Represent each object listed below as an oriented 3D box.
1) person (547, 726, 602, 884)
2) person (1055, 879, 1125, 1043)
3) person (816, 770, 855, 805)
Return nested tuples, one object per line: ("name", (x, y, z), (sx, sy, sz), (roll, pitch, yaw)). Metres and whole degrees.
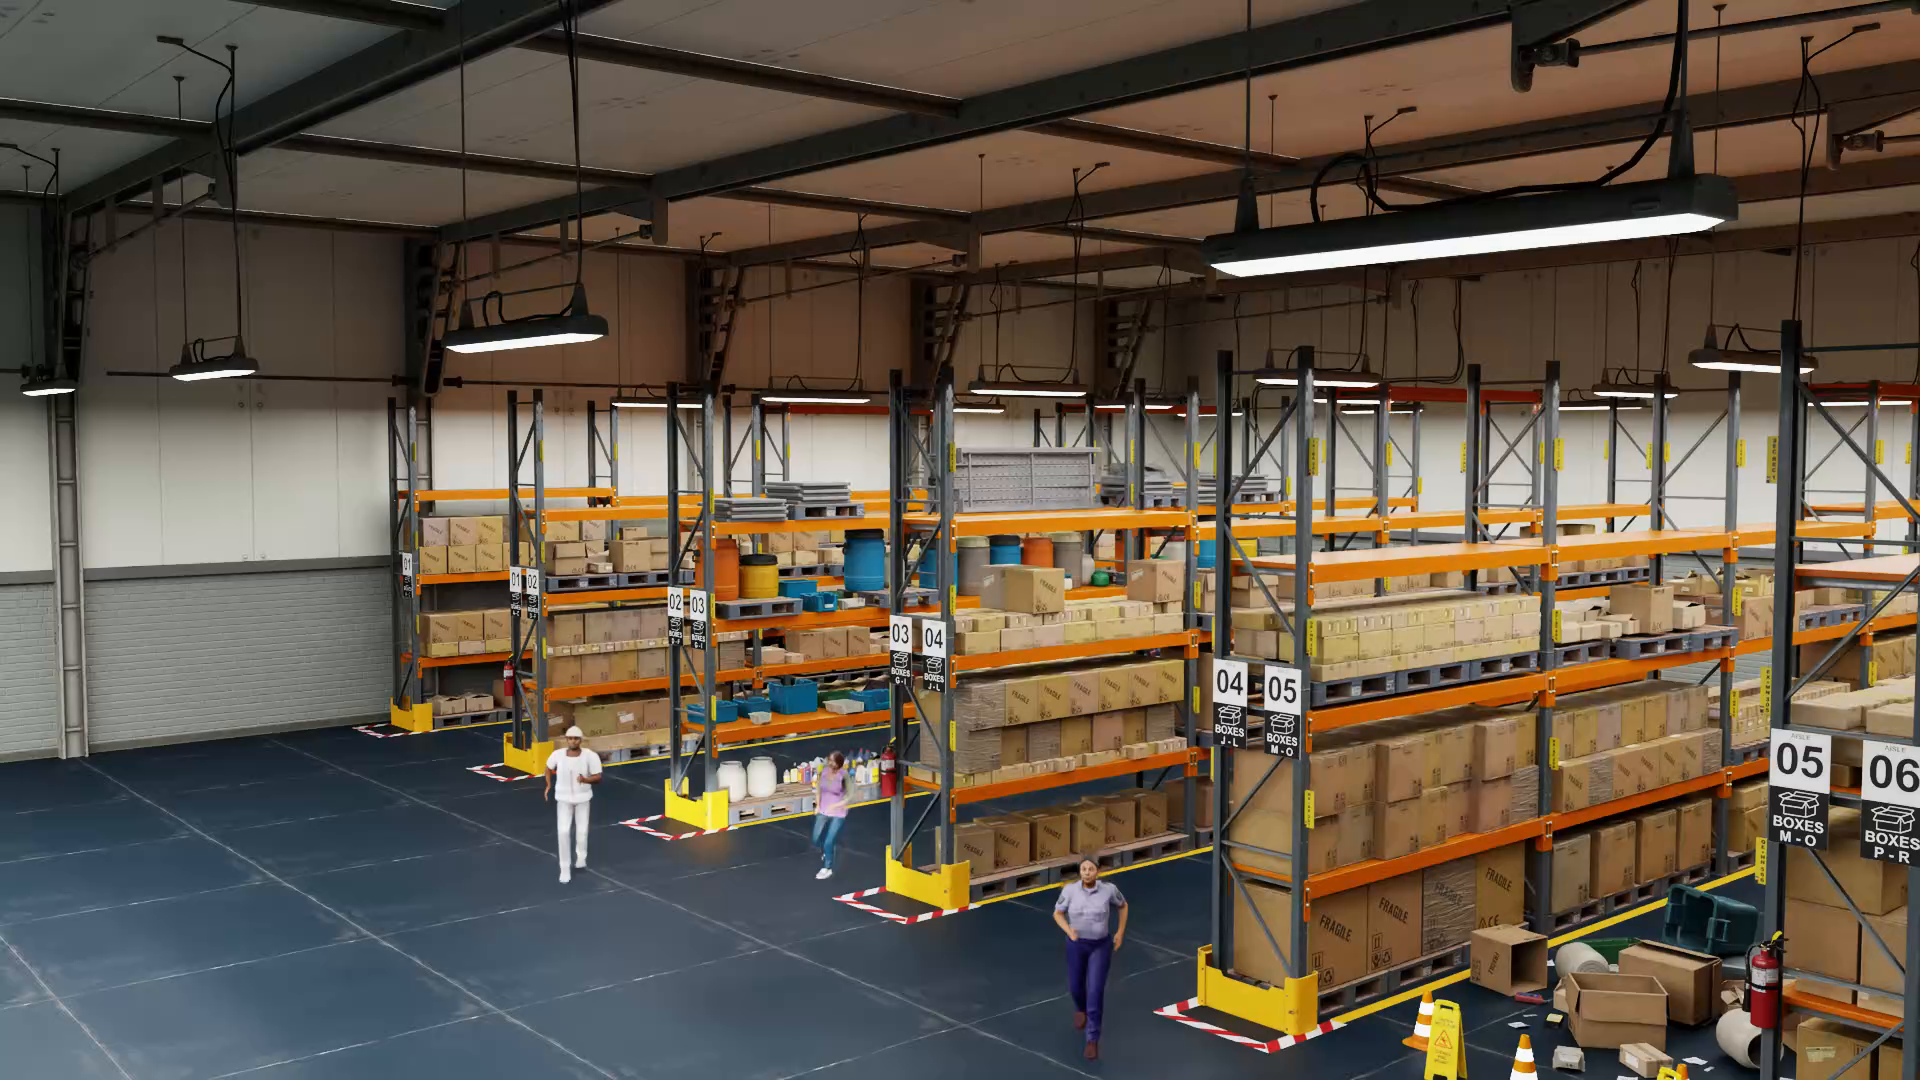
("person", (-4.595, 3.125, 19.835), (0.646, 1.833, 0.707), (-1, 3, -12))
("person", (1.117, 3.557, 14.301), (0.594, 1.376, 0.656), (1, 3, 11))
("person", (-1.502, 2.986, 19.710), (0.550, 0.564, 0.296), (1, 4, 23))
